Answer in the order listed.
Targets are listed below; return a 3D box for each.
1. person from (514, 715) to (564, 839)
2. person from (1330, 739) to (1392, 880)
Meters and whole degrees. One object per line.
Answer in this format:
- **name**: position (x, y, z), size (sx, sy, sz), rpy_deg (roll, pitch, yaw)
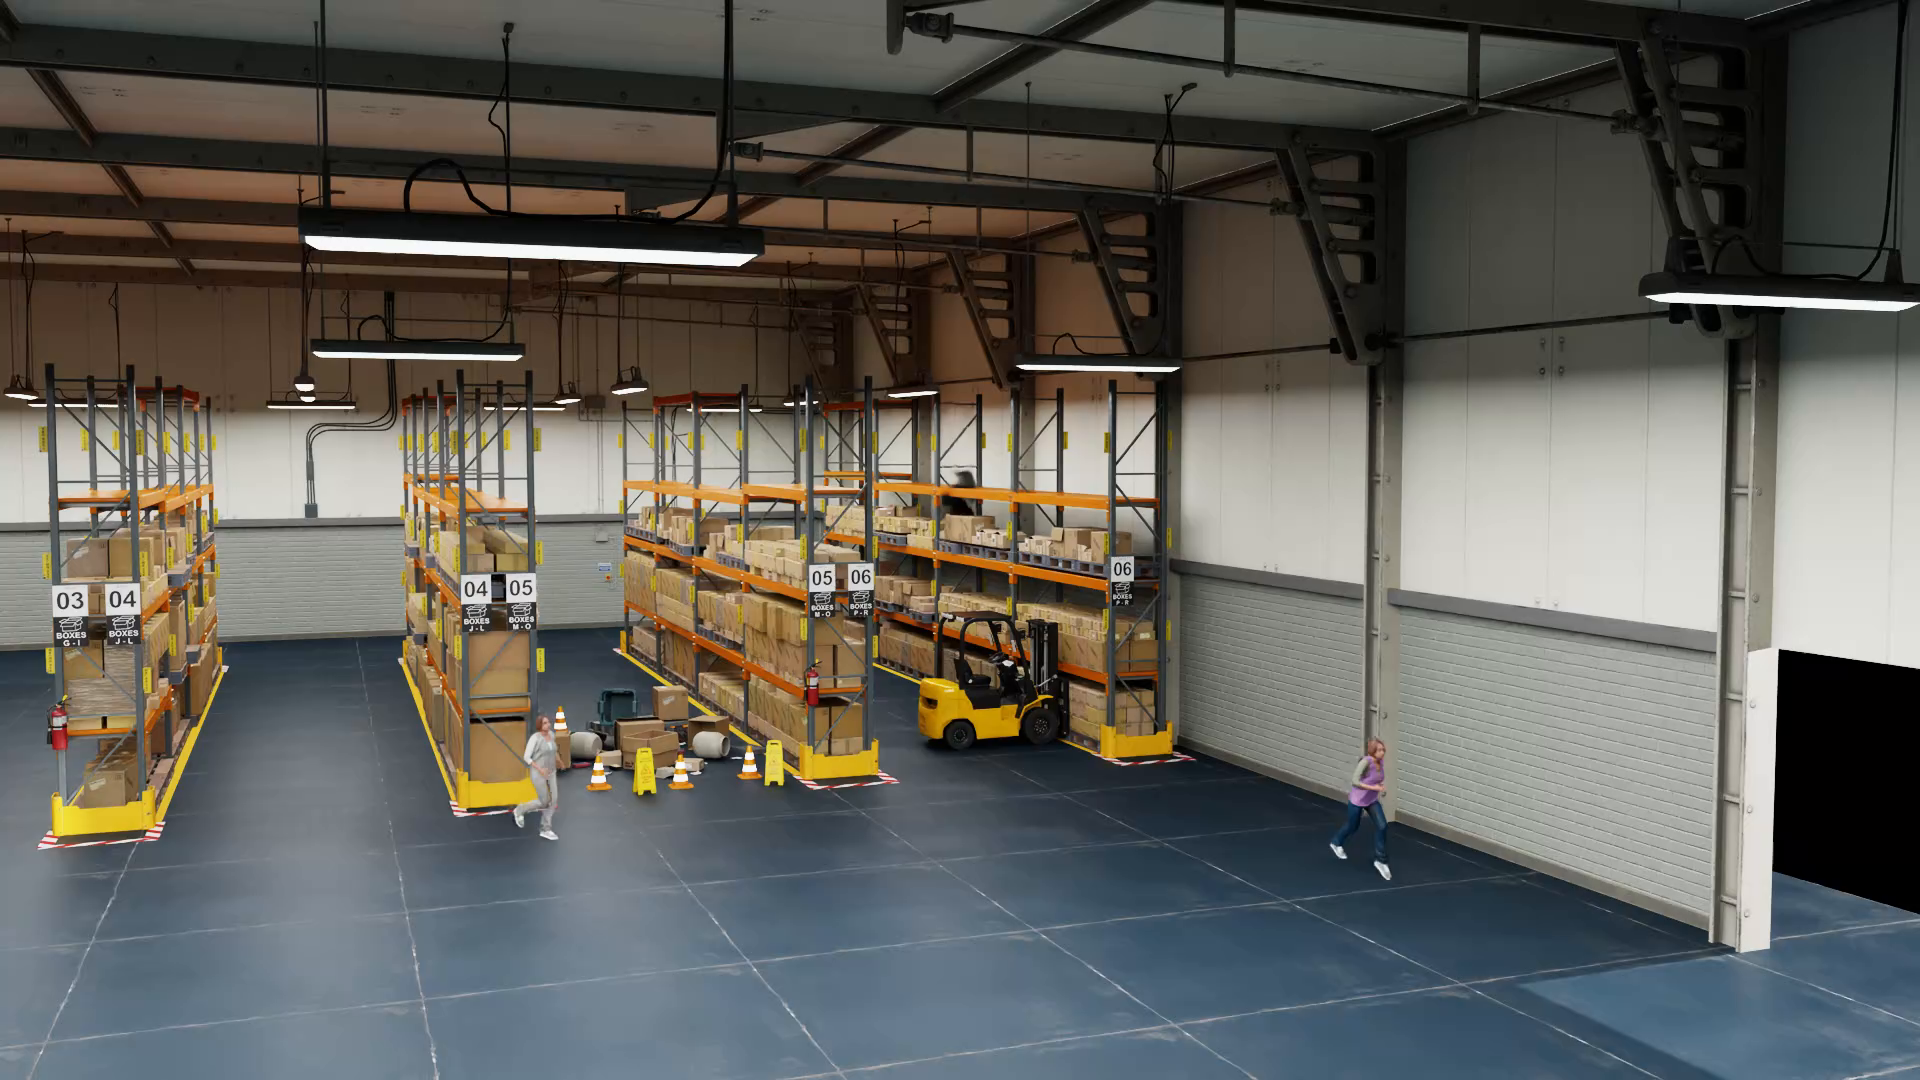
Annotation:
- **person**: position (-5.343, 3.000, 21.148), size (0.614, 1.572, 0.539), rpy_deg (2, 4, 30)
- **person**: position (4.680, 3.084, 19.413), size (0.539, 1.596, 0.951), rpy_deg (-2, 4, -28)
